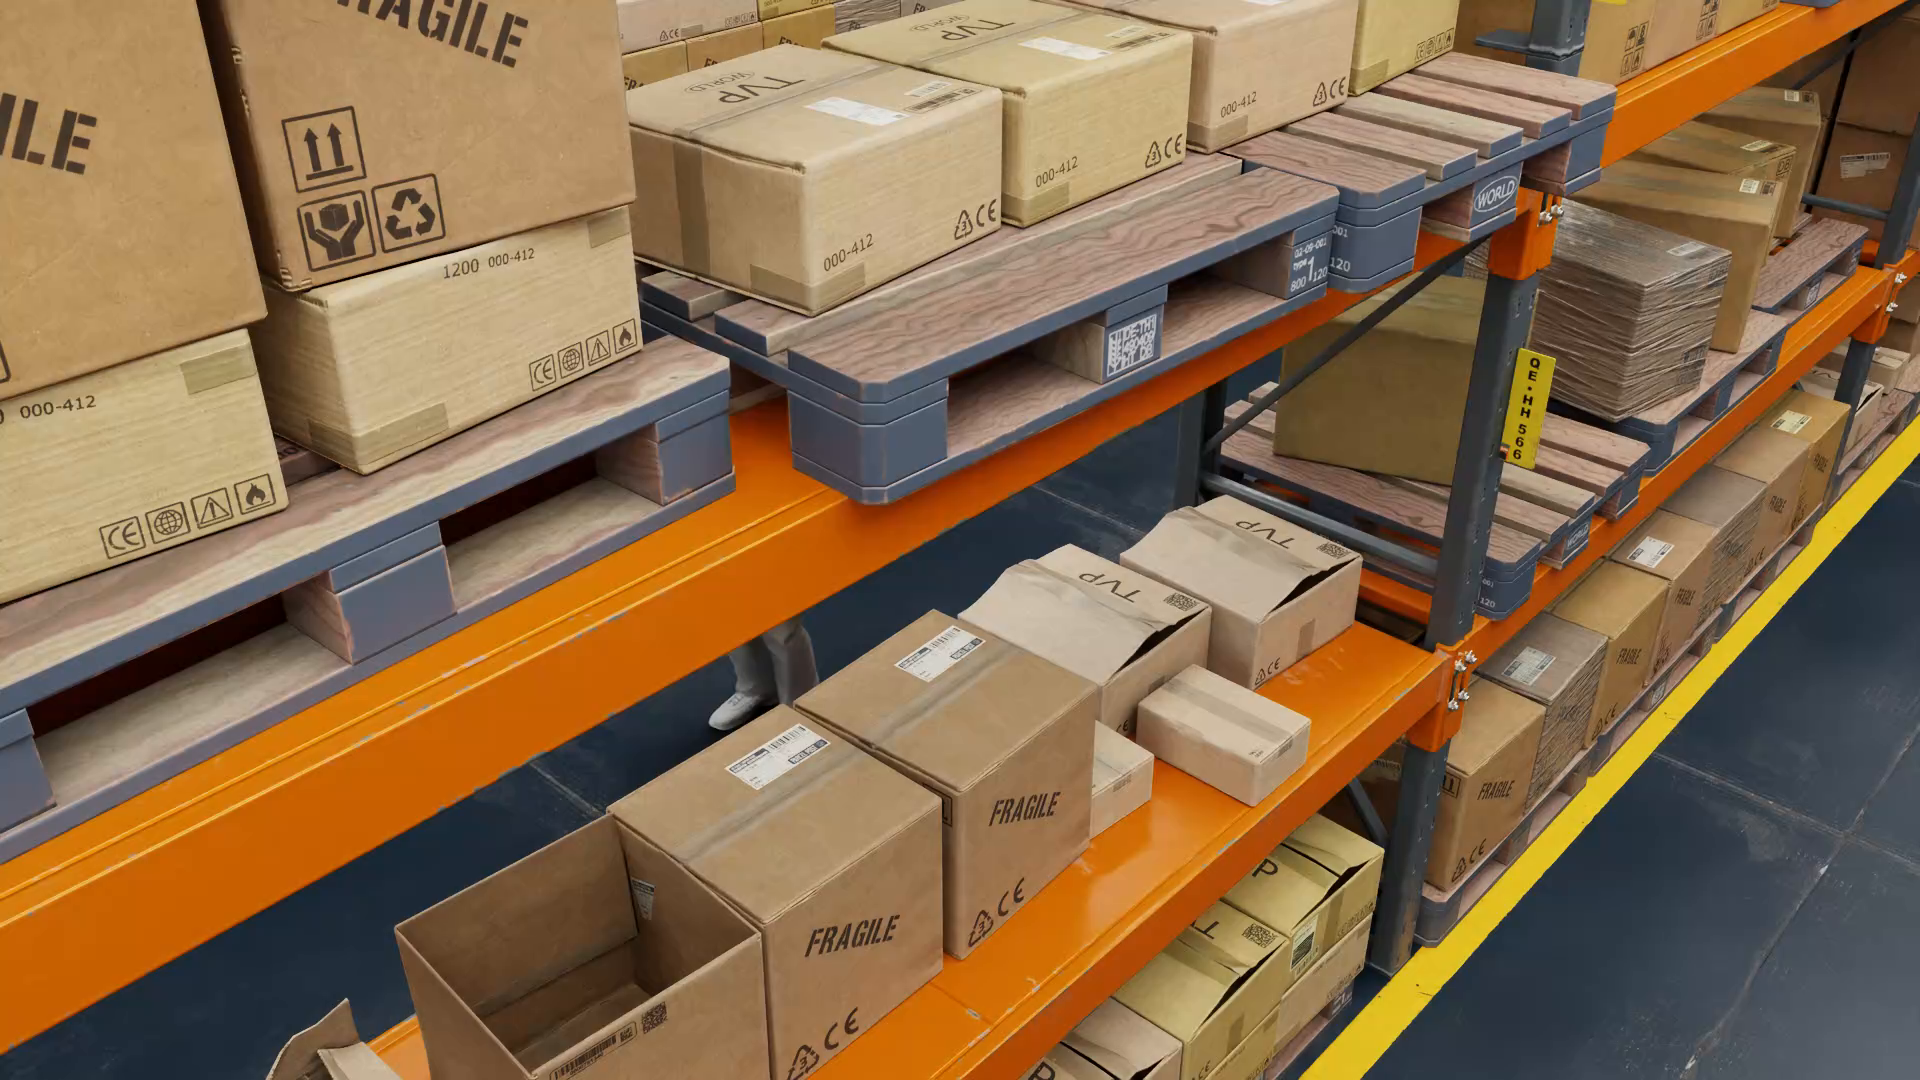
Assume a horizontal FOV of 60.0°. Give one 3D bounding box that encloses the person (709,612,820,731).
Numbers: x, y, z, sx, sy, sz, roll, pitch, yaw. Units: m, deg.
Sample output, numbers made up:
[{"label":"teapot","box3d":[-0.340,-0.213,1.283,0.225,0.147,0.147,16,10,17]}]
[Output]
[{"label":"person","box3d":[-0.808,0.012,6.138,0.532,1.774,0.574,24,38,34]}]
